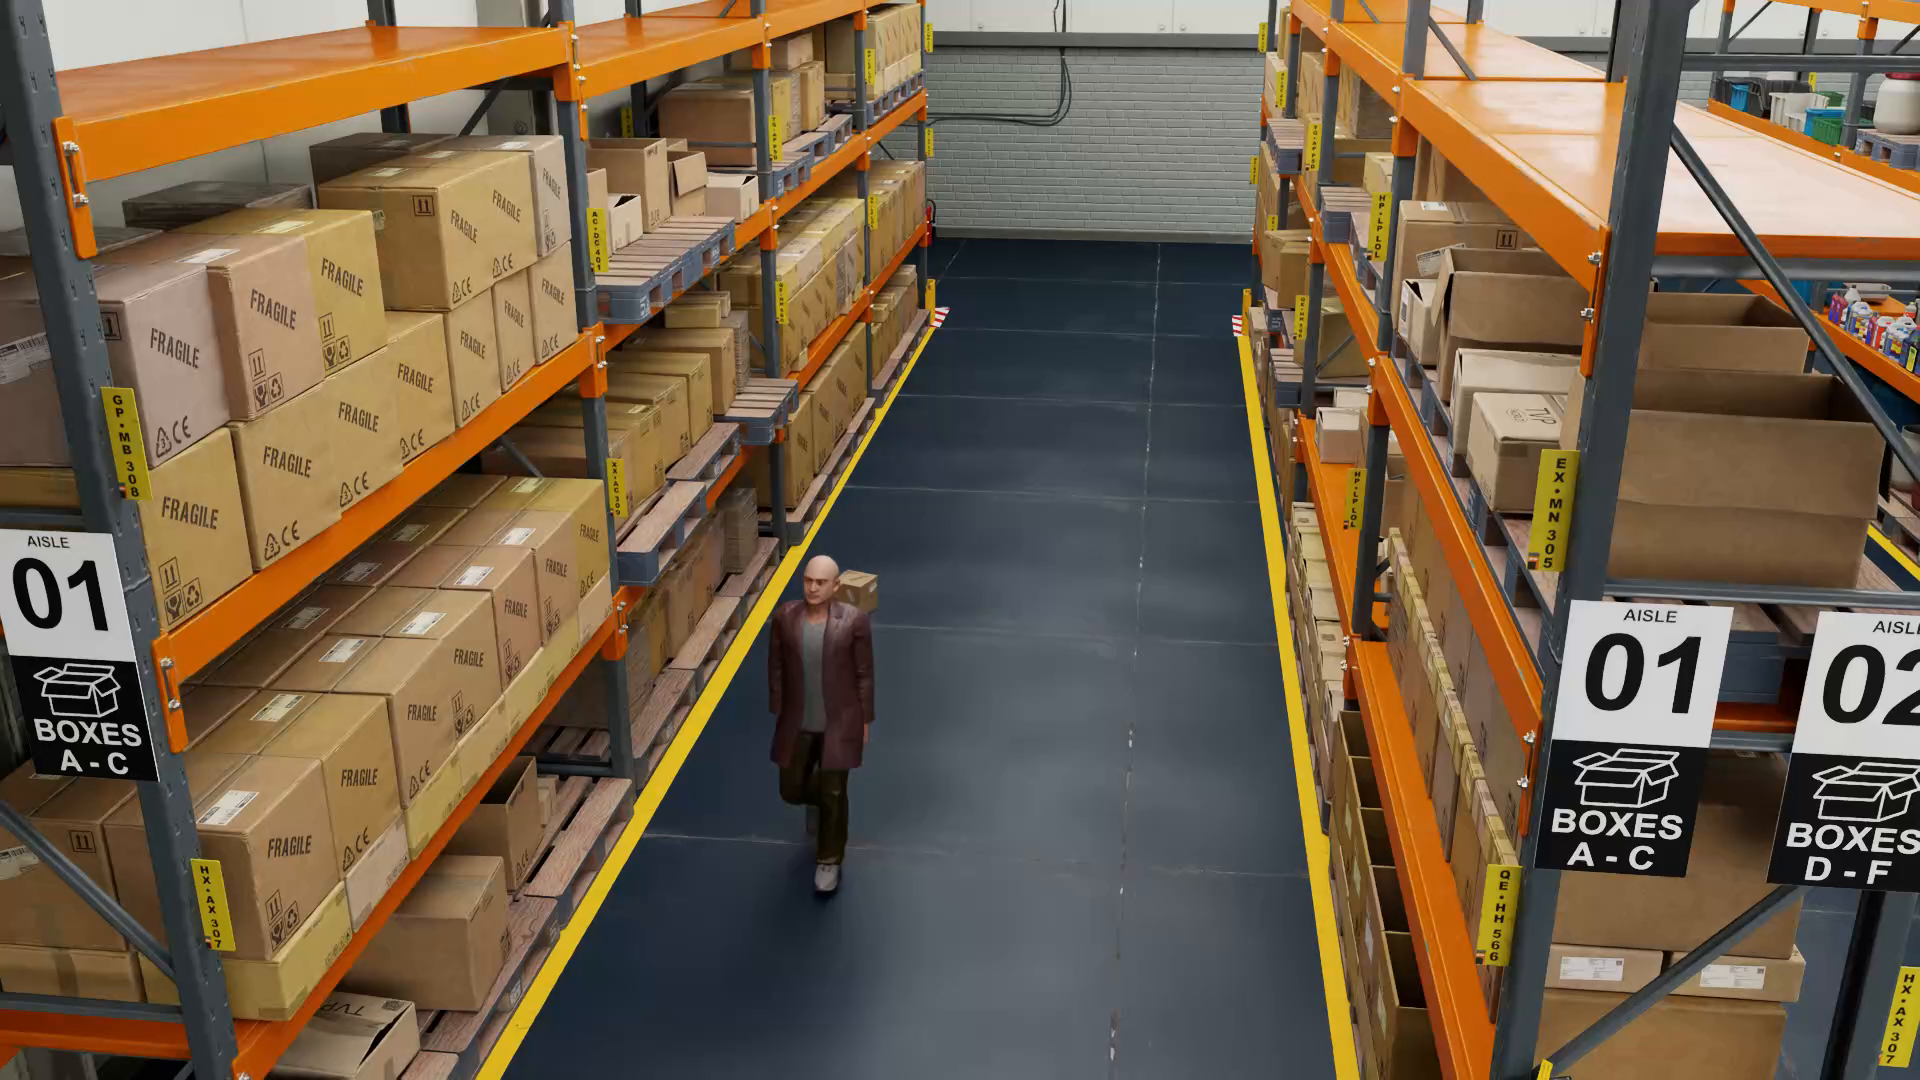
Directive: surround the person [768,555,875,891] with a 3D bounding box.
[{"bbox_3d":[-0.720,0.908,8.677,0.576,1.760,0.722,3,21,9],"label":"person"}]
